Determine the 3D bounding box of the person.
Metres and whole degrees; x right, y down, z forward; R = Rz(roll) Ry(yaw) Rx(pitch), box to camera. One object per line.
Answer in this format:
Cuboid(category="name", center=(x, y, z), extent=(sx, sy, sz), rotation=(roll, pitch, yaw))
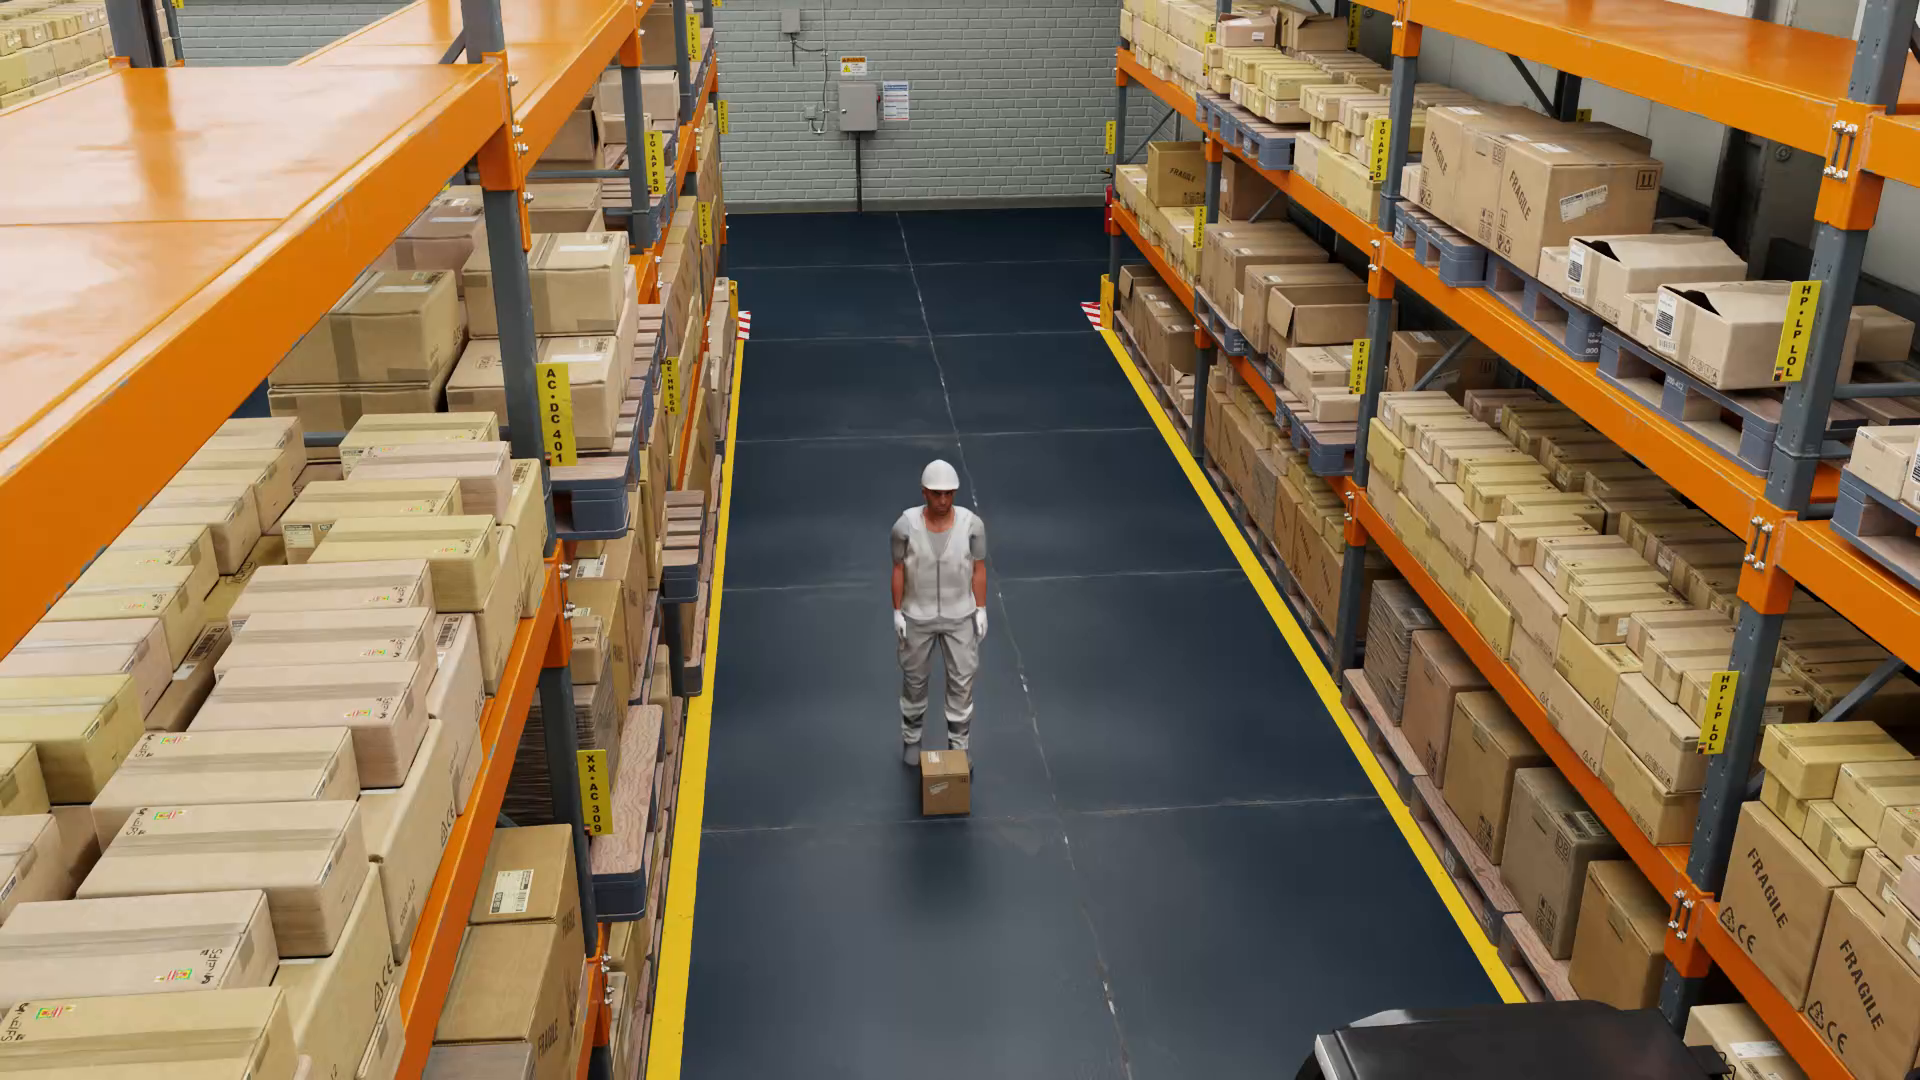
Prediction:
Cuboid(category="person", center=(-0.110, 0.434, 9.110), extent=(0.525, 1.819, 0.416), rotation=(-2, 24, -4))
